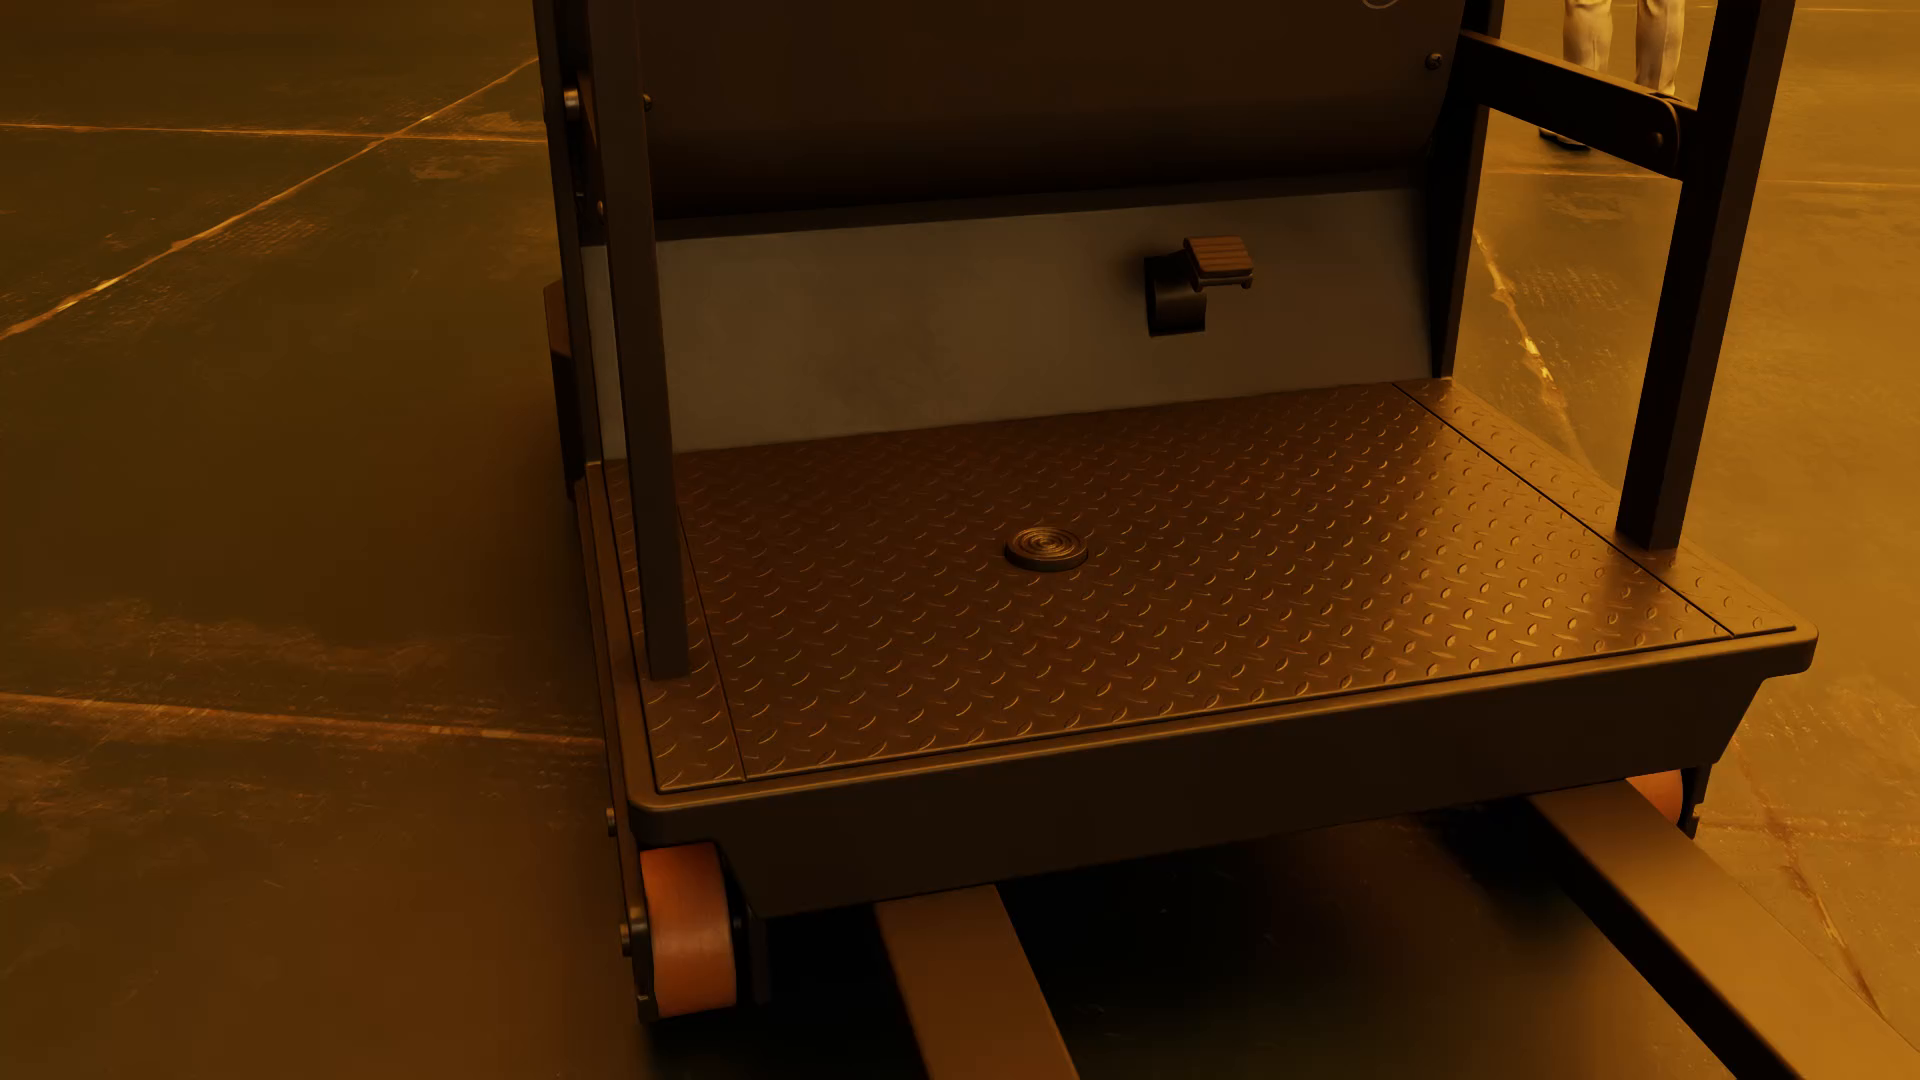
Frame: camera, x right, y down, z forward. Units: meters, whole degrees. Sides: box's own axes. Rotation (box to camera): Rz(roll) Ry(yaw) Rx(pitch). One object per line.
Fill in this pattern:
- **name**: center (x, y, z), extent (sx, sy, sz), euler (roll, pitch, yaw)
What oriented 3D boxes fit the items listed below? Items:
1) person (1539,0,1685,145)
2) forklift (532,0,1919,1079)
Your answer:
- **person**: center (1.782, -1.917, 4.428), extent (0.588, 1.697, 0.534), euler (4, 27, 9)
- **forklift**: center (0.153, -1.049, 1.319), extent (1.130, 2.935, 3.031), euler (-7, 27, -13)
